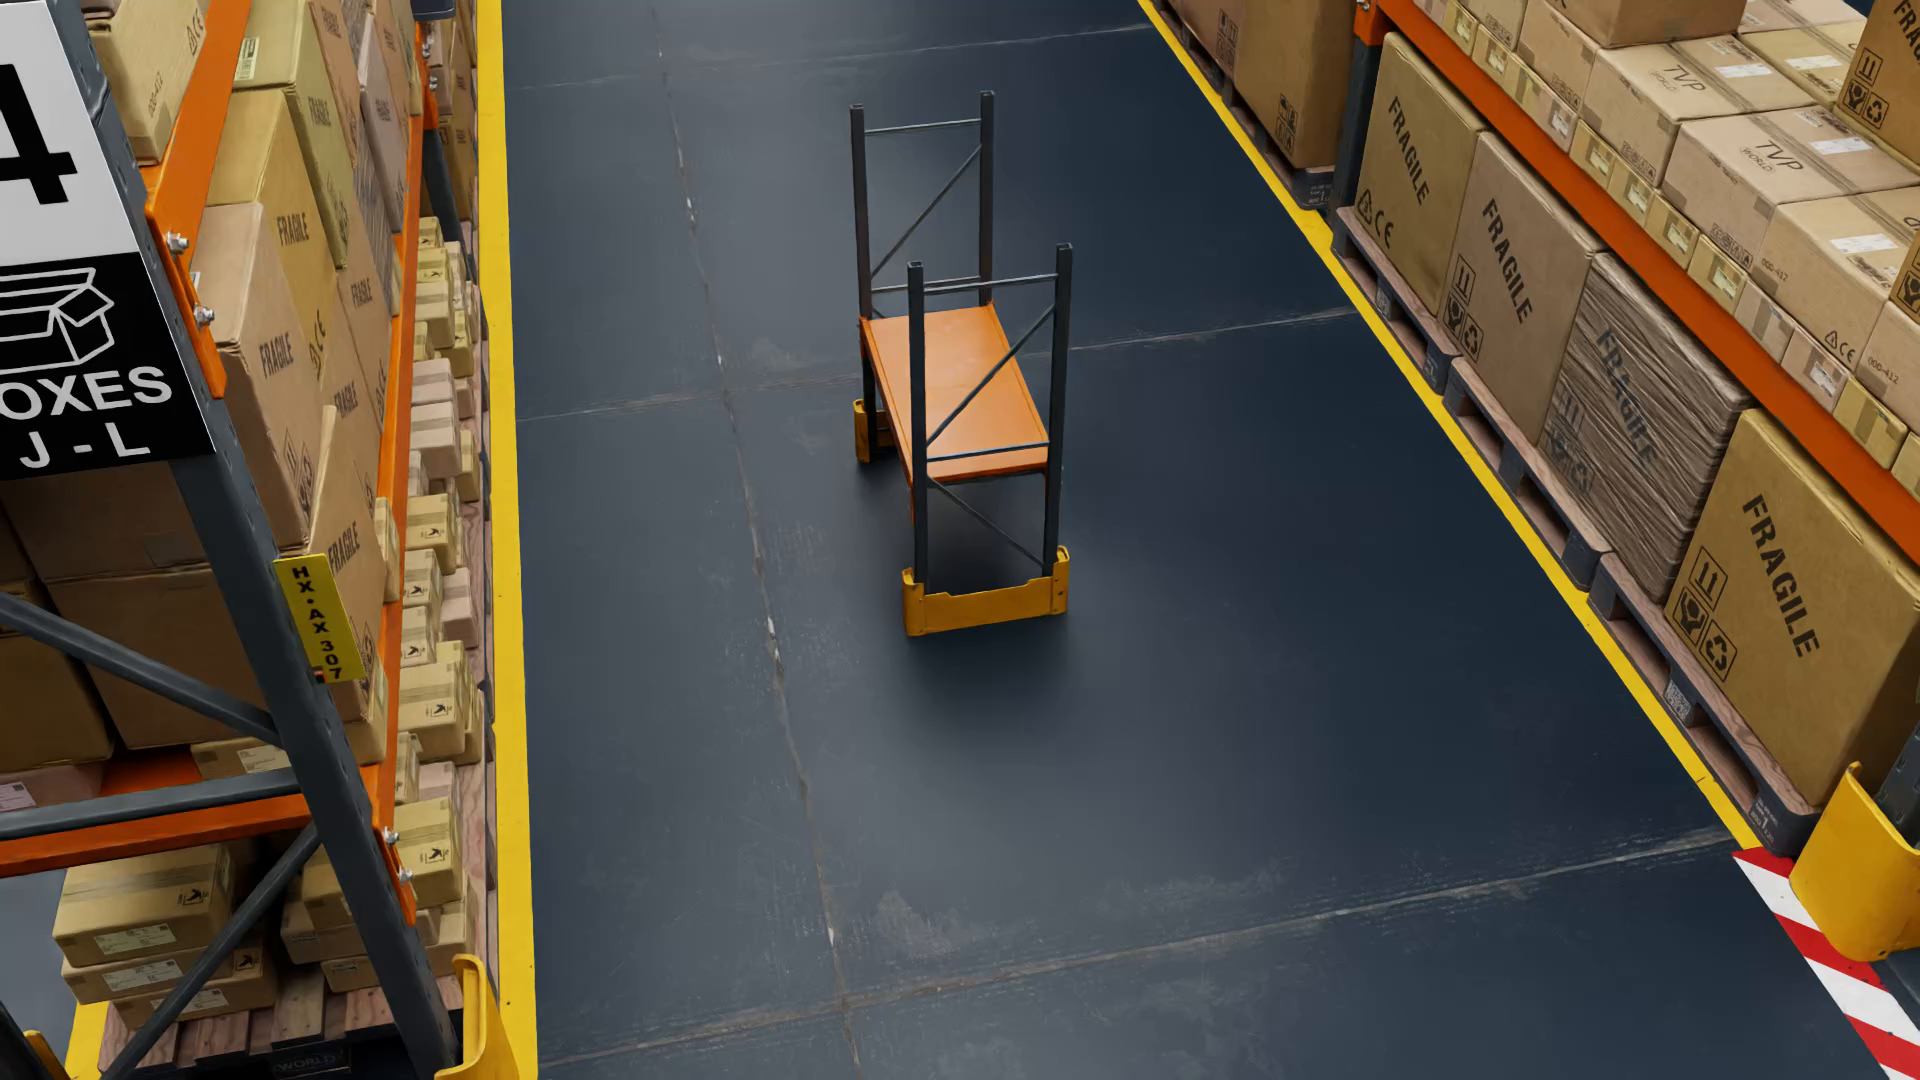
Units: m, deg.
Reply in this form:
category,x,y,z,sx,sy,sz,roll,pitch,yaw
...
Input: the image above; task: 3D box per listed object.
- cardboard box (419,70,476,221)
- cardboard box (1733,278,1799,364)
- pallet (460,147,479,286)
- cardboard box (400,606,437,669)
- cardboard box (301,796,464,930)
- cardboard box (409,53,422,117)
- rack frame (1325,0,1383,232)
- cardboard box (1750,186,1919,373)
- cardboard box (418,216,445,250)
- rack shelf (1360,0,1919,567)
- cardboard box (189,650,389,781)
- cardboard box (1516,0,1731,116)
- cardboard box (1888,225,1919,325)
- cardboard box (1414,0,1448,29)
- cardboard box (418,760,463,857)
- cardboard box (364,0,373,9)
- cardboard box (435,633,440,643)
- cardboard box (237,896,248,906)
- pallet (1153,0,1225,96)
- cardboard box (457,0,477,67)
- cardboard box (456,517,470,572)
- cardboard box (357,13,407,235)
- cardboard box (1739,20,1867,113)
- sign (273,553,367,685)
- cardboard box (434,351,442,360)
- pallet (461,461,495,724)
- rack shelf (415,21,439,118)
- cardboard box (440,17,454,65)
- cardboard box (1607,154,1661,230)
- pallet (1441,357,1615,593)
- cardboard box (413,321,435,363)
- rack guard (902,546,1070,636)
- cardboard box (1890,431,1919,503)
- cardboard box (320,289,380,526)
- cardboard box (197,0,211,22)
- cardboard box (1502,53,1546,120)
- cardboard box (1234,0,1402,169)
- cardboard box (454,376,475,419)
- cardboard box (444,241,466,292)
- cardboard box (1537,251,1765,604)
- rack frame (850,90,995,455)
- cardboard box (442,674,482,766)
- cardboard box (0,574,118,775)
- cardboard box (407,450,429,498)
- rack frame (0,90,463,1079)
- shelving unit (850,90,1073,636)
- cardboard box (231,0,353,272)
category,x,y,z,sx,sy,sz,roll,pitch,yaw
cardboard box,-2.512,-1.776,7.558,0.500,0.500,0.500,-7,42,-8
cardboard box,2.554,-0.673,4.938,0.380,0.149,0.250,-8,42,-9
pallet,-2.781,-1.498,7.779,1.003,0.211,1.213,-8,42,-9
cardboard box,-1.770,0.362,4.965,0.380,0.149,0.250,-10,43,-11
cardboard box,-1.530,0.854,4.411,0.380,0.149,0.250,-10,43,-11
cardboard box,-2.160,-1.640,6.027,0.380,0.149,0.250,-9,42,-10
rack frame,2.253,-2.682,7.012,1.000,3.000,0.127,-8,42,-9
cardboard box,2.644,-0.749,4.724,0.500,0.250,0.500,-9,42,-10
cardboard box,-2.281,-1.157,6.677,0.380,0.149,0.250,-7,42,-8
rack shelf,2.685,-1.117,5.790,1.077,0.370,4.000,-8,42,-9
cardboard box,-1.498,0.393,3.737,0.380,0.149,0.250,-9,42,-10
cardboard box,2.318,-1.737,5.836,0.500,0.250,0.500,-7,42,-8
cardboard box,2.755,-0.703,4.106,0.500,0.500,0.500,-8,42,-9
cardboard box,2.049,-2.178,6.634,0.380,0.149,0.250,-10,43,-11
cardboard box,-1.615,0.792,4.705,0.380,0.149,0.250,-9,42,-9
cardboard box,-2.129,-1.959,5.145,0.500,0.500,0.500,-10,42,-11
cardboard box,-1.854,0.306,5.253,0.380,0.149,0.250,-10,43,-11
cardboard box,-2.220,1.002,4.693,0.380,0.149,0.250,-7,42,-8
pallet,1.746,-2.921,9.382,1.003,0.211,1.213,-8,42,-9
cardboard box,-2.839,-2.785,8.695,0.500,0.500,0.500,-10,43,-11
cardboard box,-1.896,0.079,5.733,0.380,0.149,0.250,-8,42,-9
cardboard box,-2.015,-1.253,5.103,0.500,0.500,0.500,-9,42,-10
cardboard box,2.935,-1.494,5.562,0.500,0.250,0.500,-9,42,-10
sign,-1.219,0.154,3.164,0.100,0.325,0.005,-8,42,-9
cardboard box,-2.129,-0.559,6.227,0.380,0.149,0.250,-8,42,-9
pallet,-2.166,0.229,5.833,1.003,0.211,1.213,-8,42,-9
rack shelf,-3.044,-3.064,7.984,1.077,0.370,4.000,-8,42,-9
cardboard box,-2.631,-2.401,7.697,0.500,0.250,0.500,-7,42,-8
cardboard box,2.388,-1.170,5.498,0.380,0.149,0.250,-8,42,-8
pallet,2.608,-0.343,6.477,1.003,0.211,1.213,-8,42,-9
cardboard box,-2.146,-0.657,6.114,0.380,0.149,0.250,-7,42,-8
rack guard,0.091,0.180,5.859,0.587,0.250,0.087,-8,42,-9
cardboard box,2.718,-0.179,4.381,0.380,0.149,0.250,-8,42,-8
cardboard box,-1.716,-0.266,3.991,0.500,0.500,0.500,-8,42,-9
cardboard box,-1.705,-1.179,3.172,0.500,0.250,0.500,-7,42,-8
cardboard box,2.220,-1.672,6.063,0.380,0.149,0.250,-9,42,-10
cardboard box,2.095,-2.456,8.042,1.225,0.875,0.875,-8,42,-9
cardboard box,-2.100,-0.580,6.475,0.380,0.149,0.250,-10,43,-11
cardboard box,-2.233,-1.080,6.815,0.380,0.149,0.250,-8,42,-8
cardboard box,2.704,-0.445,5.776,0.875,0.875,0.875,-8,42,-9
rack frame,-0.128,-0.946,6.186,0.500,1.500,0.032,-8,42,-9
cardboard box,-1.694,0.580,5.168,0.380,0.149,0.250,-8,42,-9
cardboard box,-2.097,0.153,3.519,0.500,0.500,0.500,-8,42,-8
cardboard box,-1.981,-0.145,5.537,0.380,0.149,0.250,-8,42,-9
rack frame,-1.748,0.556,3.364,1.000,3.000,0.127,-8,42,-9
shelving unit,-0.016,-0.610,5.808,0.587,1.500,1.083,-8,42,-9
cardboard box,-1.792,-0.962,4.022,0.500,0.500,0.500,-9,42,-10
